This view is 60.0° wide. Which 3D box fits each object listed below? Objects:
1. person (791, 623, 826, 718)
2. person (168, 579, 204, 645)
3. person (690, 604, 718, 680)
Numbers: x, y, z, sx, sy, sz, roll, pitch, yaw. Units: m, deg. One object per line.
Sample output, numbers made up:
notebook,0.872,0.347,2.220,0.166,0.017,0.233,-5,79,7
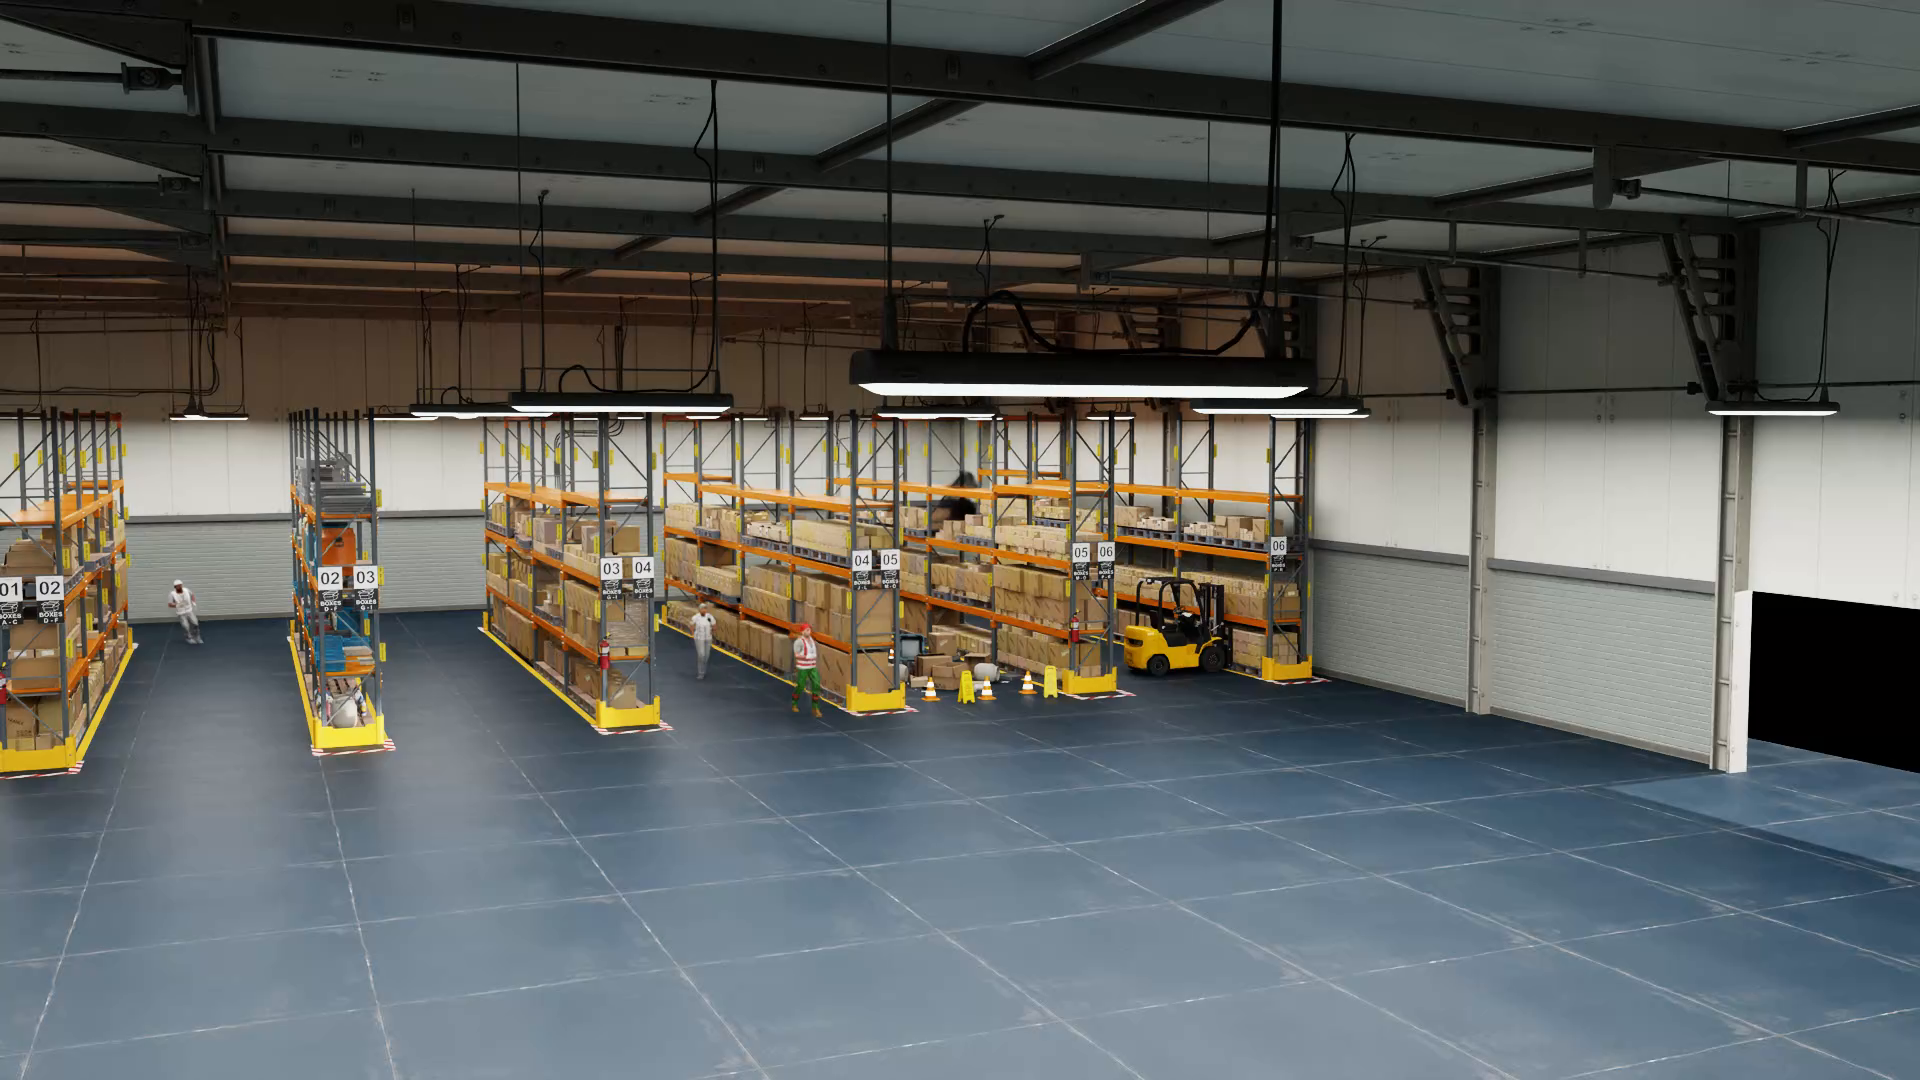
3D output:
person,-3.000,2.538,32.526,0.867,1.839,0.661,4,6,44
person,-19.908,1.873,42.749,0.829,1.752,0.735,-3,5,-40
person,-5.777,2.287,37.508,0.610,1.723,0.741,-2,4,-22
